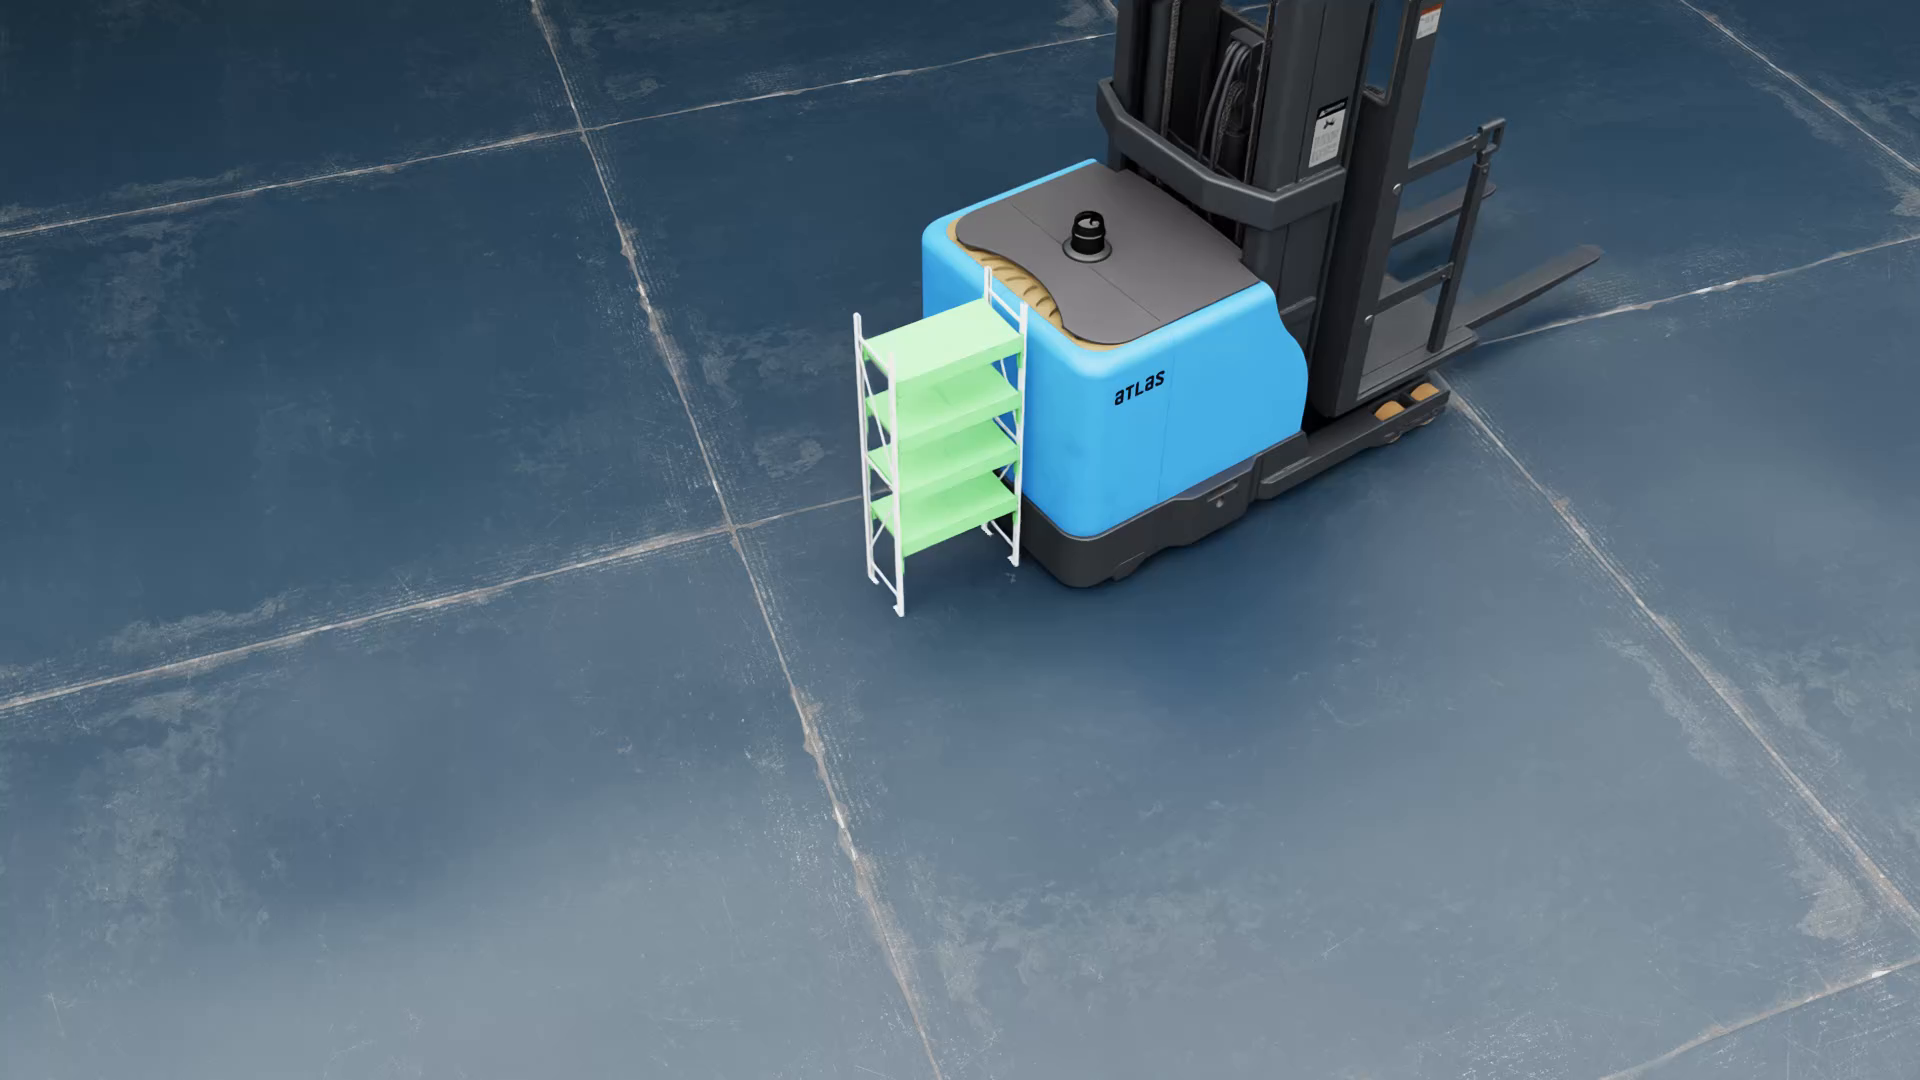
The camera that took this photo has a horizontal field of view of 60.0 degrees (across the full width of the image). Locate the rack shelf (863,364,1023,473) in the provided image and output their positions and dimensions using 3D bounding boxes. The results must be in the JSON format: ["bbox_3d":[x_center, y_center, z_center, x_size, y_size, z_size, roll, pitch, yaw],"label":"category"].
[{"bbox_3d":[-0.061,-0.435,5.587,0.480,0.148,0.258,-23,50,-21],"label":"rack shelf"}]

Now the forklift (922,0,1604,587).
[{"bbox_3d":[1.350,-1.703,5.878,3.031,2.935,1.130,-26,51,-24],"label":"forklift"}]

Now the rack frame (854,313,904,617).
[{"bbox_3d":[-0.270,-0.221,5.623,0.015,1.200,0.240,-23,50,-21],"label":"rack frame"}]

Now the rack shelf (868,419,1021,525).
[{"bbox_3d":[-0.061,-0.265,5.757,0.480,0.148,0.258,-23,50,-21],"label":"rack shelf"}]

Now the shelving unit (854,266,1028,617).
[{"bbox_3d":[-0.061,-0.310,5.712,0.503,1.200,0.258,-23,50,-21],"label":"shelving unit"}]

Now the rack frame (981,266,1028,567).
[{"bbox_3d":[0.149,-0.399,5.801,0.015,1.200,0.240,-23,50,-21],"label":"rack frame"}]

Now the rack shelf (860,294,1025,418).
[{"bbox_3d":[-0.061,-0.604,5.417,0.480,0.148,0.258,-23,50,-21],"label":"rack shelf"}]

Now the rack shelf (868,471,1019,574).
[{"bbox_3d":[-0.060,-0.096,5.927,0.480,0.148,0.258,-23,50,-21],"label":"rack shelf"}]
